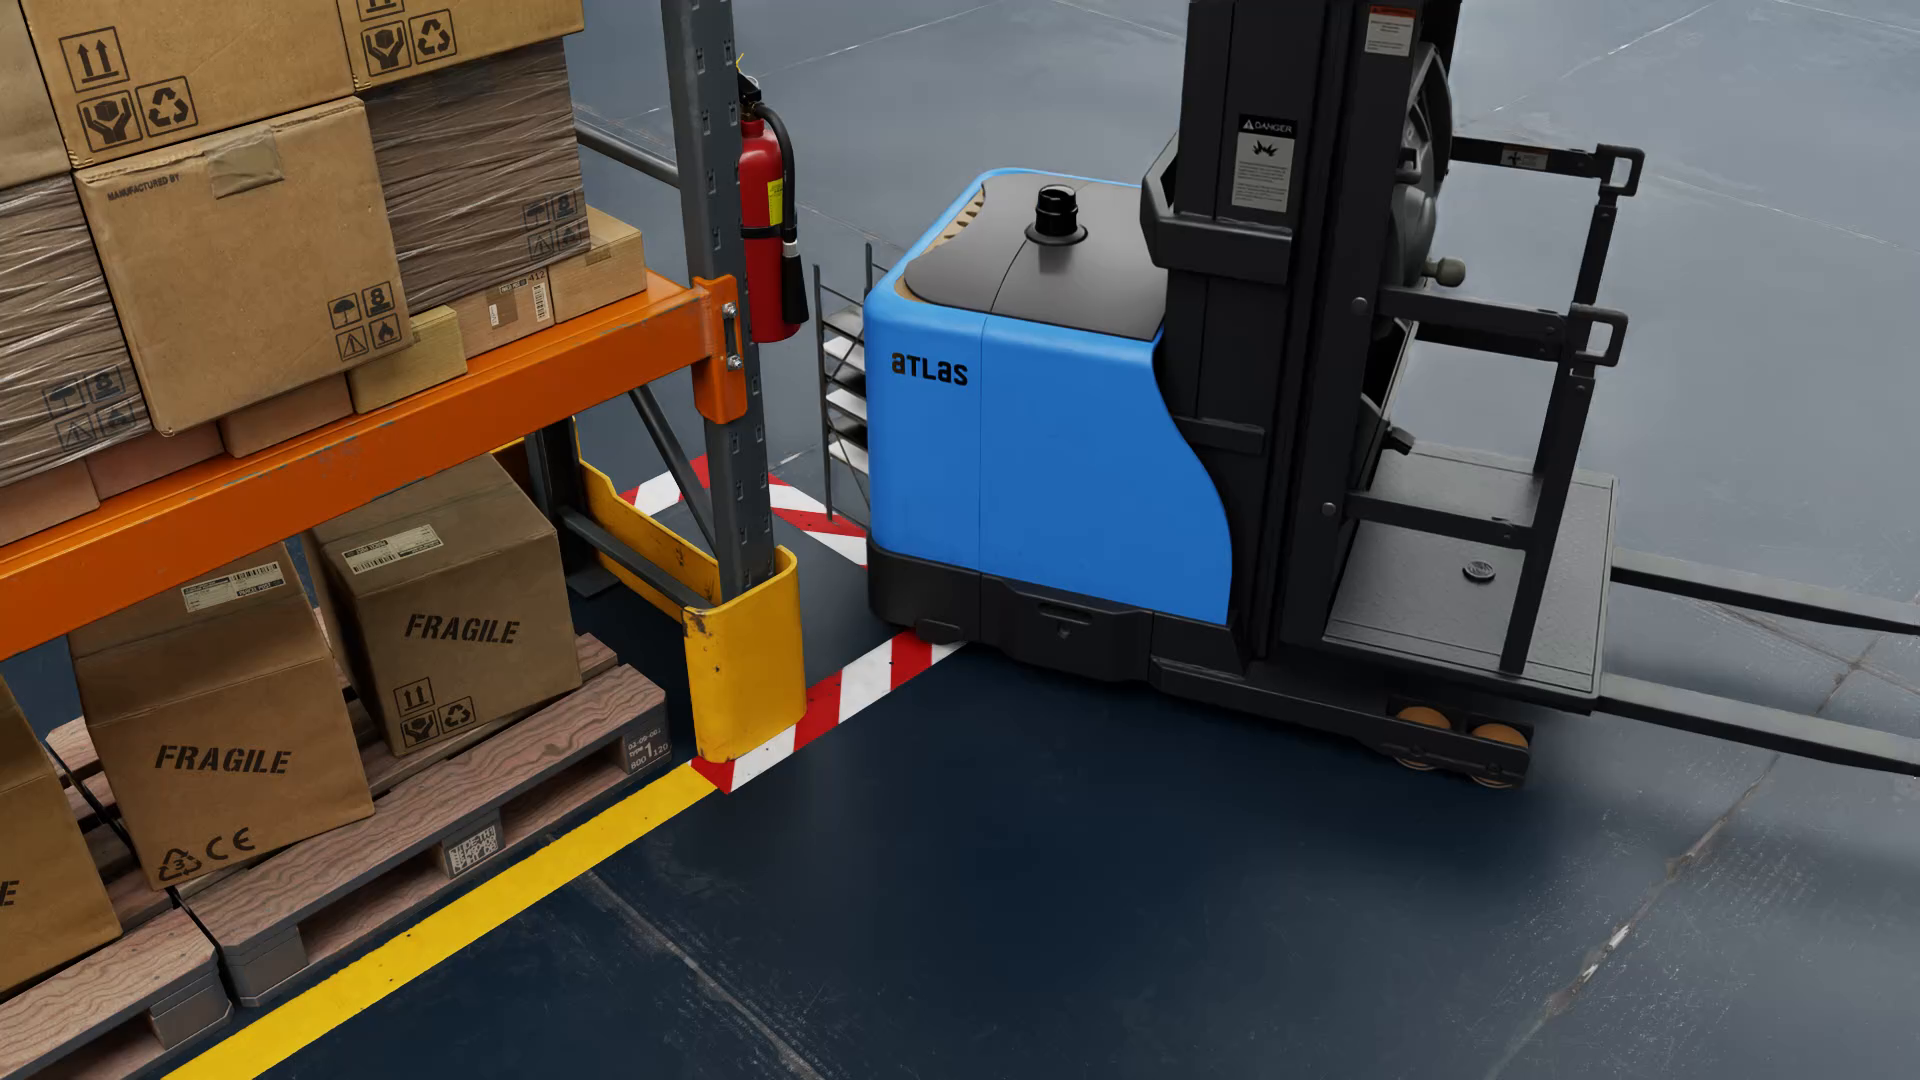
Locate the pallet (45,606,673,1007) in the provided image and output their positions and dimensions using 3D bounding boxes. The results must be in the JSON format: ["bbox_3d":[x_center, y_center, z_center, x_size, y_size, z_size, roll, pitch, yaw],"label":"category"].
[{"bbox_3d":[-1.527,0.531,4.304,1.003,0.211,1.213,30,45,35],"label":"pallet"}]

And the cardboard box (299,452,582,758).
[{"bbox_3d":[-1.328,0.140,4.245,0.500,0.500,0.500,-21,40,-28],"label":"cardboard box"}]

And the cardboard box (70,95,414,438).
[{"bbox_3d":[-1.550,-0.659,3.225,0.875,0.500,0.500,30,45,35],"label":"cardboard box"}]

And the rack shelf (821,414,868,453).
[{"bbox_3d":[-0.268,-0.325,5.145,0.200,0.077,0.258,-29,44,-35],"label":"rack shelf"}]

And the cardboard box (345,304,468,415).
[{"bbox_3d":[-1.247,-0.434,3.470,0.380,0.149,0.250,30,45,35],"label":"cardboard box"}]

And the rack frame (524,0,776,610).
[{"bbox_3d":[-0.876,-0.959,4.003,1.000,3.000,0.127,30,45,35],"label":"rack frame"}]

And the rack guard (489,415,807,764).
[{"bbox_3d":[-0.930,0.097,4.674,1.175,0.500,0.348,30,45,35],"label":"rack guard"}]

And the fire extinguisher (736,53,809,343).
[{"bbox_3d":[-0.468,-0.788,3.826,0.296,0.674,0.183,30,45,35],"label":"fire extinguisher"}]

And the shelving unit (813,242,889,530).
[{"bbox_3d":[-0.268,-0.426,5.074,0.210,0.900,0.258,-29,44,-35],"label":"shelving unit"}]

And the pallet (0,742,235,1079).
[{"bbox_3d":[-2.387,1.024,3.598,1.003,0.211,1.213,30,45,35],"label":"pallet"}]

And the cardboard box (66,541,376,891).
[{"bbox_3d":[-1.725,0.397,3.877,0.500,0.500,0.500,-18,39,-24],"label":"cardboard box"}]

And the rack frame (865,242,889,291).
[{"bbox_3d":[-0.196,-0.467,5.133,0.006,0.900,0.240,-29,44,-35],"label":"rack frame"}]

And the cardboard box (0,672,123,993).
[{"bbox_3d":[-2.179,0.643,3.523,0.500,0.500,0.500,-25,42,-32],"label":"cardboard box"}]

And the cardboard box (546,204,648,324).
[{"bbox_3d":[-0.930,-0.657,3.790,0.380,0.149,0.250,30,45,35],"label":"cardboard box"}]

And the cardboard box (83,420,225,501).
[{"bbox_3d":[-1.639,-0.254,3.212,0.380,0.149,0.250,30,45,35],"label":"cardboard box"}]

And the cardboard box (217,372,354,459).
[{"bbox_3d":[-1.434,-0.339,3.333,0.380,0.149,0.250,30,45,35],"label":"cardboard box"}]

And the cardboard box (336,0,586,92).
[{"bbox_3d":[-1.088,-1.210,3.141,0.500,0.500,0.500,30,45,35],"label":"cardboard box"}]

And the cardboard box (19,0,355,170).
[{"bbox_3d":[-1.436,-1.004,2.846,0.500,0.500,0.500,30,45,35],"label":"cardboard box"}]

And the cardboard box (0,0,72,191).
[{"bbox_3d":[-1.791,-0.802,2.557,0.500,0.500,0.500,30,45,35],"label":"cardboard box"}]

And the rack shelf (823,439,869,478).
[{"bbox_3d":[-0.268,-0.251,5.196,0.200,0.077,0.258,-29,44,-35],"label":"rack shelf"}]

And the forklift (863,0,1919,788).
[{"bbox_3d":[1.304,-0.902,3.982,3.031,2.935,1.130,12,37,17],"label":"forklift"}]

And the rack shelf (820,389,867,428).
[{"bbox_3d":[-0.268,-0.399,5.093,0.200,0.077,0.258,-29,44,-35],"label":"rack shelf"}]

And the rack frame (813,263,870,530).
[{"bbox_3d":[-0.341,-0.385,5.016,0.006,0.900,0.240,-29,44,-35],"label":"rack frame"}]

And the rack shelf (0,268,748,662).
[{"bbox_3d":[-2.285,0.148,3.045,1.077,0.370,4.000,30,45,35],"label":"rack shelf"}]

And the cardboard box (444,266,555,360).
[{"bbox_3d":[-1.107,-0.556,3.645,0.380,0.149,0.250,30,45,35],"label":"cardboard box"}]

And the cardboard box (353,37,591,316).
[{"bbox_3d":[-1.283,-0.910,3.585,0.875,0.500,0.500,30,45,35],"label":"cardboard box"}]

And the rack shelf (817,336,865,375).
[{"bbox_3d":[-0.268,-0.546,4.990,0.200,0.077,0.258,-29,44,-35],"label":"rack shelf"}]

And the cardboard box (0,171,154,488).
[{"bbox_3d":[-1.933,-0.473,2.959,0.875,0.500,0.500,30,45,35],"label":"cardboard box"}]

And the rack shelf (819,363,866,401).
[{"bbox_3d":[-0.268,-0.473,5.042,0.200,0.077,0.258,-29,44,-35],"label":"rack shelf"}]

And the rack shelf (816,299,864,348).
[{"bbox_3d":[-0.268,-0.620,4.939,0.200,0.077,0.258,-29,44,-35],"label":"rack shelf"}]

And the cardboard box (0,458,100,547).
[{"bbox_3d":[-1.799,-0.143,3.053,0.380,0.149,0.250,30,45,35],"label":"cardboard box"}]
